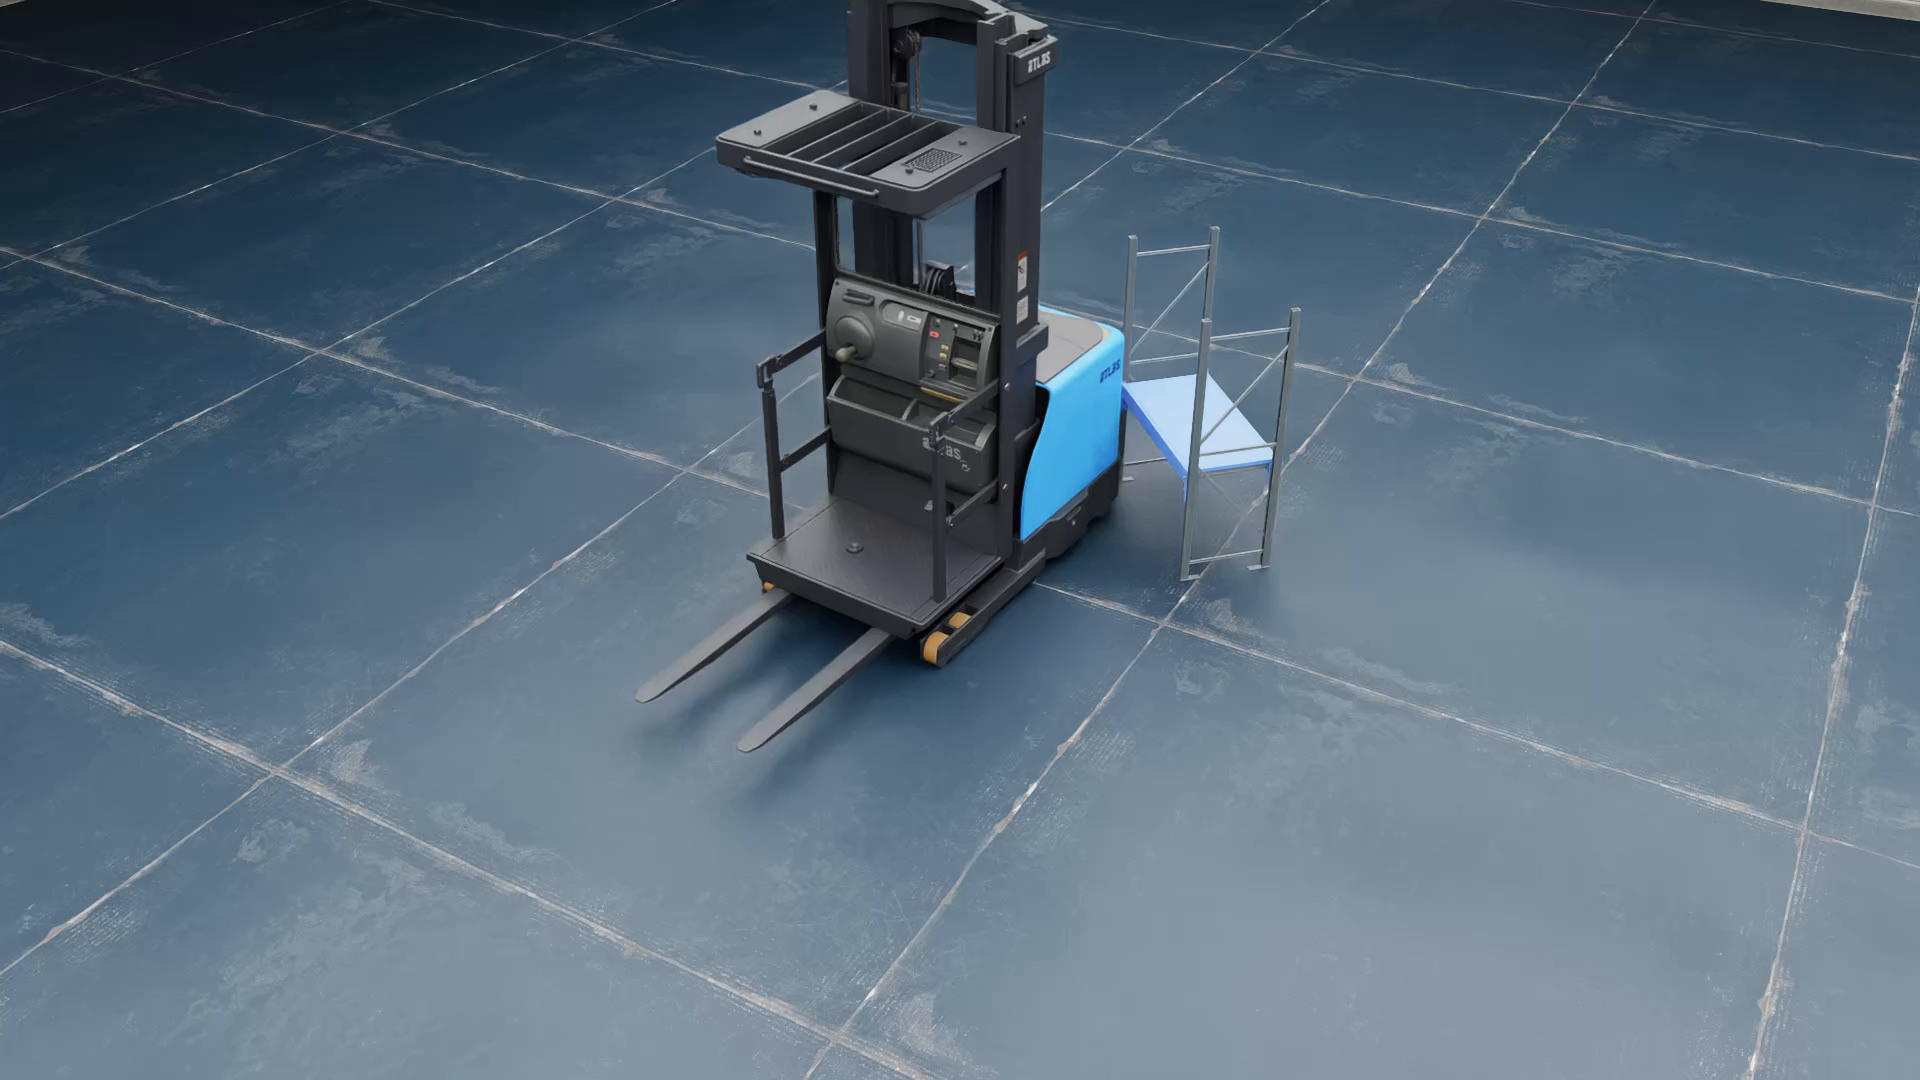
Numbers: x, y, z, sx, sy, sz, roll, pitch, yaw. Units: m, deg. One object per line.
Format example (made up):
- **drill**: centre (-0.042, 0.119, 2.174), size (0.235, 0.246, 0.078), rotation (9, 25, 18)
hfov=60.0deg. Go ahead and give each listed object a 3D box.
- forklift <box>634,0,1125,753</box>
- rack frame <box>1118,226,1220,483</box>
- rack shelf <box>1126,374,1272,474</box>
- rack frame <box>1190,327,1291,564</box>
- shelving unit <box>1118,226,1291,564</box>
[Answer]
- **forklift**: centre (-0.359, -0.908, 7.740), size (1.130, 2.935, 3.031), rotation (21, 39, 28)
- **rack frame**: centre (1.127, -0.994, 9.160), size (0.500, 1.500, 0.032), rotation (-8, 35, -12)
- **rack shelf**: centre (1.258, -0.627, 8.814), size (0.459, 0.026, 0.952), rotation (-8, 35, -12)
- **rack frame**: centre (1.388, -0.449, 8.342), size (0.475, 1.308, 0.013), rotation (-8, 35, -12)
- **shelving unit**: centre (1.257, -0.724, 8.755), size (0.500, 1.500, 1.039), rotation (-8, 35, -12)
